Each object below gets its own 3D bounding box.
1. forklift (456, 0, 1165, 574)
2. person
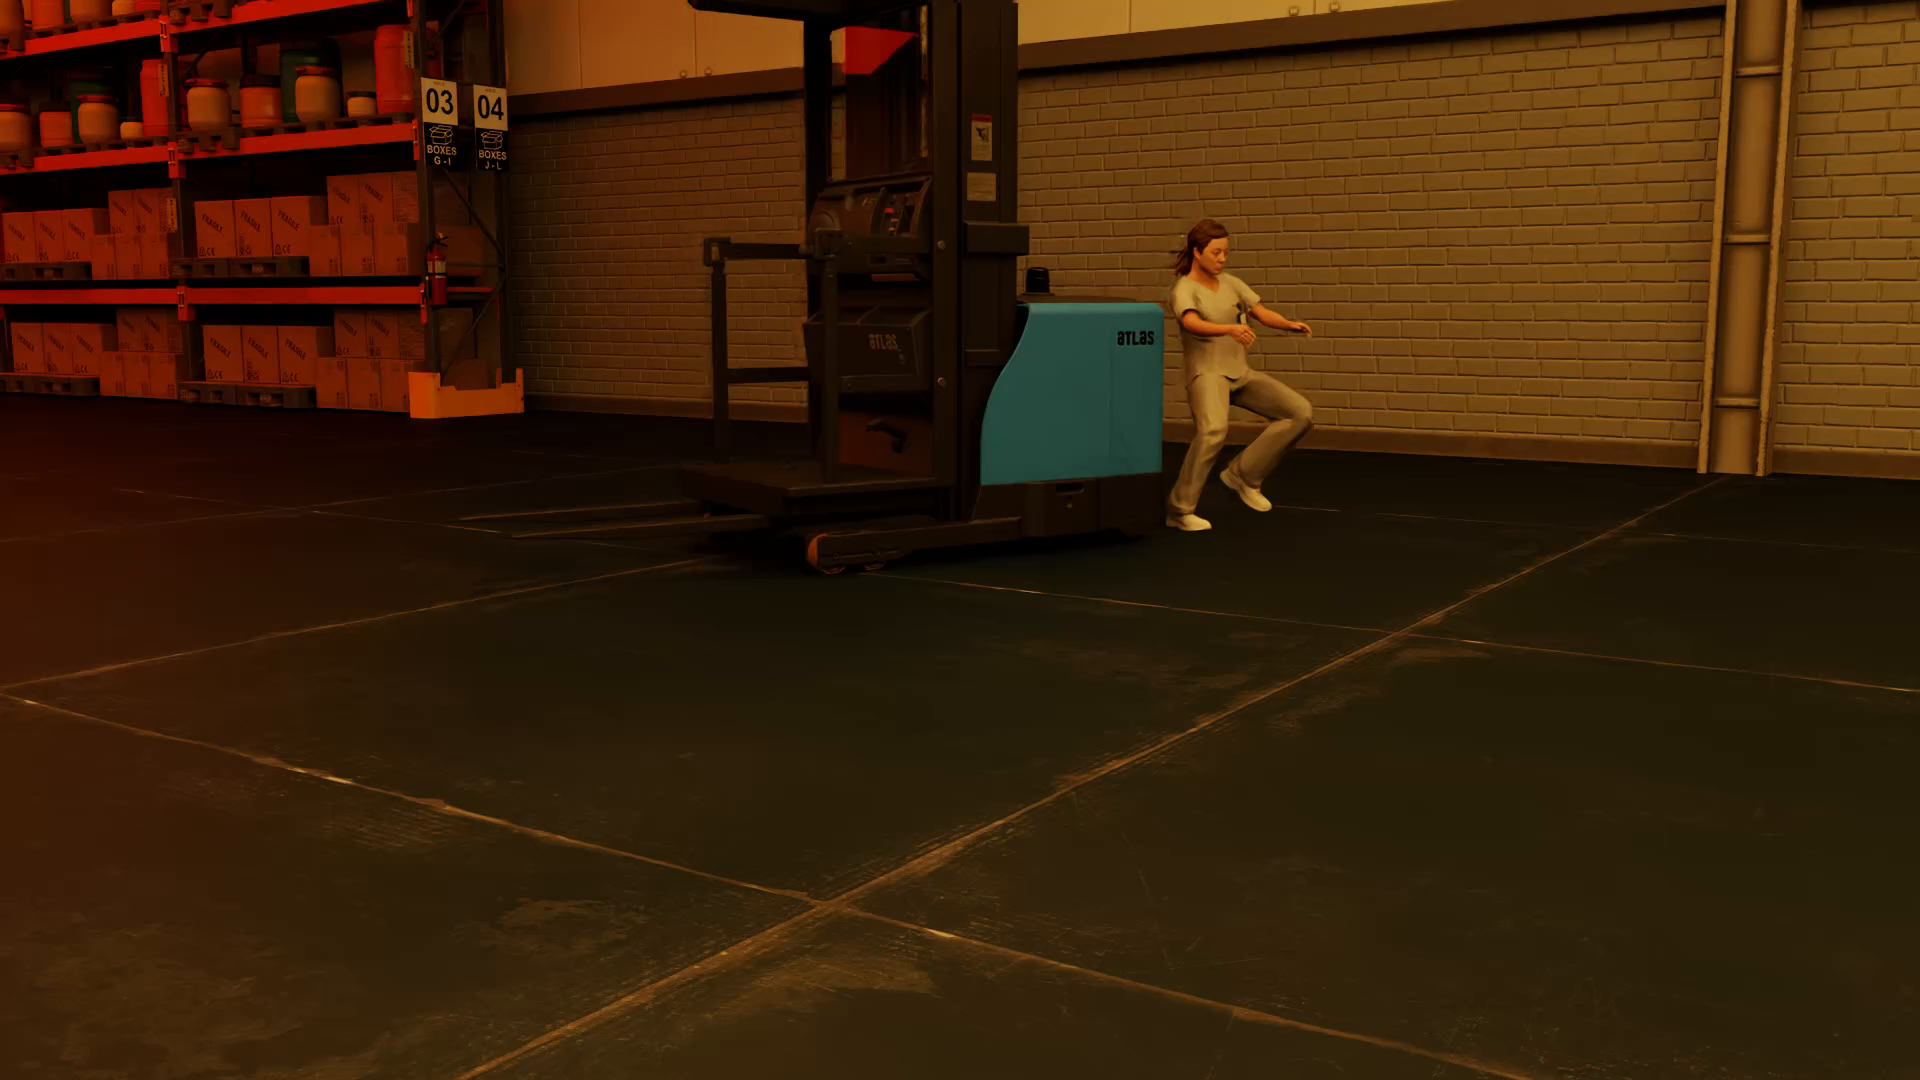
[{"bbox_3d":[-0.569,-1.397,7.020,3.031,2.935,1.130,-5,10,-33],"label":"forklift"},{"bbox_3d":[1.342,-0.811,8.079,0.807,1.479,0.737,-6,10,-38],"label":"person"}]
